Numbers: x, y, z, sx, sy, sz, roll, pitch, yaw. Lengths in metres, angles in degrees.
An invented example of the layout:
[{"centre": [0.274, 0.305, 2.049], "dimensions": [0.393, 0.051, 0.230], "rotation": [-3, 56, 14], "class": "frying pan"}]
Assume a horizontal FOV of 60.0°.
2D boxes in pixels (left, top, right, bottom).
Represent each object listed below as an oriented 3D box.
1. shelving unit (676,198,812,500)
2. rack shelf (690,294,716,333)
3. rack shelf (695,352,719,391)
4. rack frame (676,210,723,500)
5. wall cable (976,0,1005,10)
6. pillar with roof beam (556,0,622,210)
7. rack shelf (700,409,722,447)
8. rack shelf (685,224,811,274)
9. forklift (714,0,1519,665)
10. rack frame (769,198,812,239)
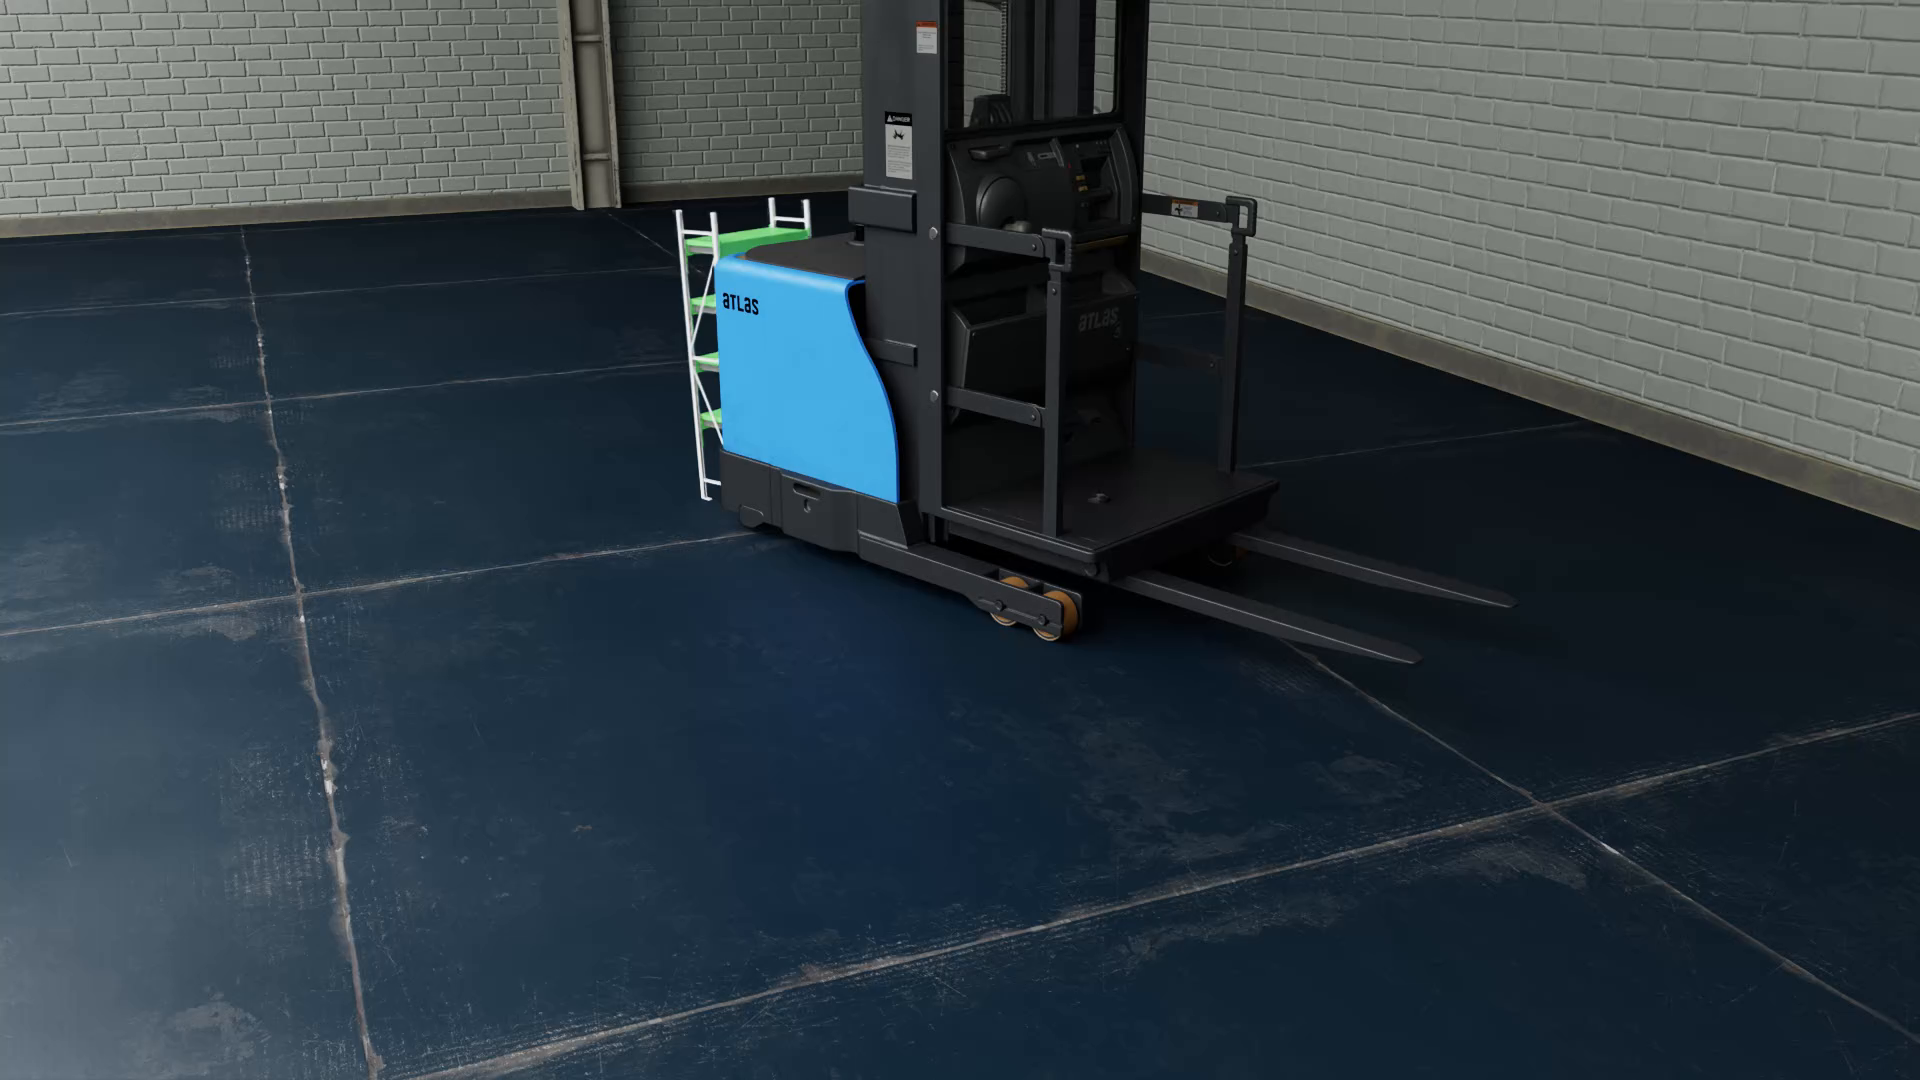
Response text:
[{"centre": [-0.855, -0.788, 6.932], "dimensions": [0.258, 1.200, 0.503], "rotation": [13, 23, 41], "class": "shelving unit"}, {"centre": [-0.862, -0.956, 6.880], "dimensions": [0.258, 0.148, 0.480], "rotation": [13, 23, 41], "class": "rack shelf"}, {"centre": [-0.853, -0.727, 6.951], "dimensions": [0.258, 0.148, 0.480], "rotation": [13, 23, 41], "class": "rack shelf"}, {"centre": [-1.022, -0.729, 6.764], "dimensions": [0.240, 1.200, 0.015], "rotation": [13, 23, 41], "class": "rack frame"}, {"centre": [-0.080, -5.803, 14.129], "dimensions": [0.112, 2.526, 3.097], "rotation": [-8, 21, -22], "class": "wall cable"}, {"centre": [-1.604, -5.970, 9.929], "dimensions": [0.400, 9.000, 9.100], "rotation": [-8, 21, -22], "class": "pillar with roof beam"}, {"centre": [-0.843, -0.498, 7.022], "dimensions": [0.258, 0.148, 0.480], "rotation": [13, 23, 41], "class": "rack shelf"}, {"centre": [-0.872, -1.185, 6.809], "dimensions": [0.258, 0.148, 0.480], "rotation": [13, 23, 41], "class": "rack shelf"}, {"centre": [0.453, -1.240, 5.629], "dimensions": [3.031, 2.935, 1.130], "rotation": [17, 26, 40], "class": "forklift"}, {"centre": [-0.689, -0.847, 7.101], "dimensions": [0.240, 1.200, 0.015], "rotation": [13, 23, 41], "class": "rack frame"}]
